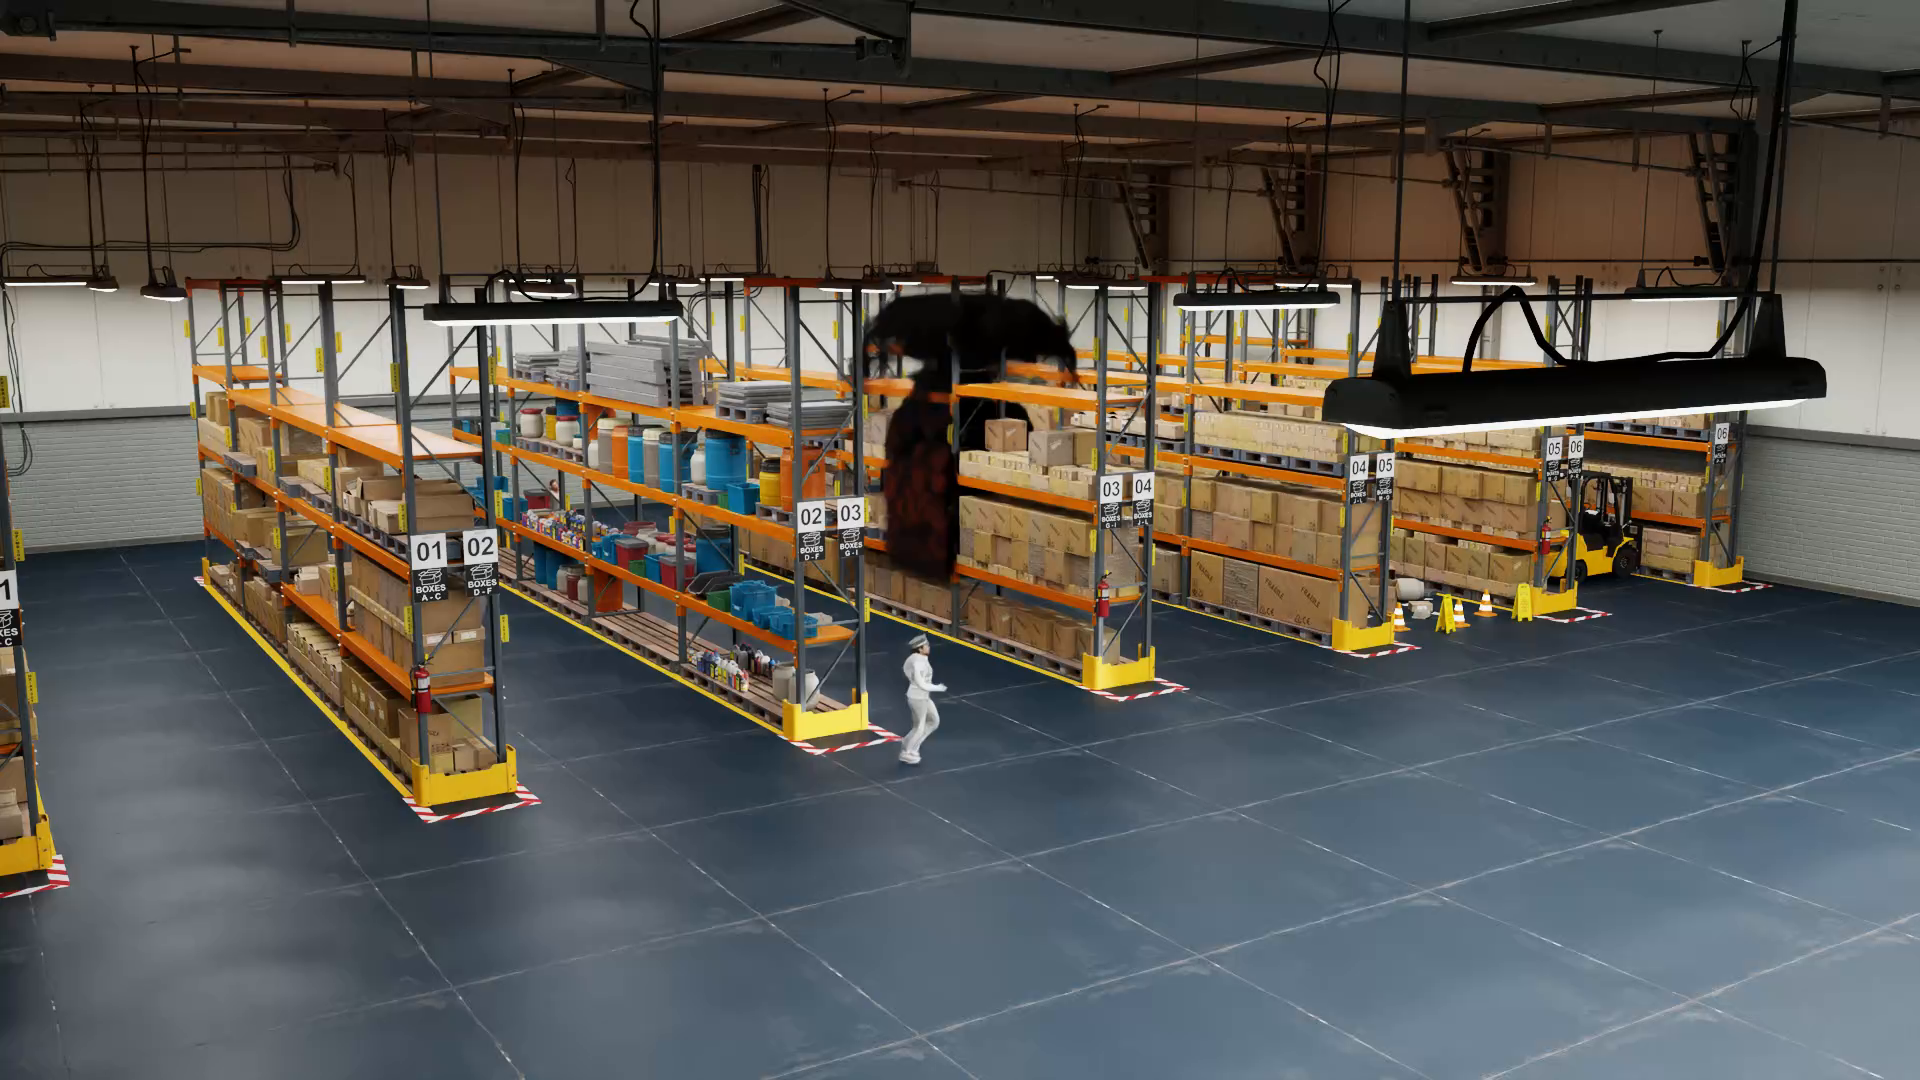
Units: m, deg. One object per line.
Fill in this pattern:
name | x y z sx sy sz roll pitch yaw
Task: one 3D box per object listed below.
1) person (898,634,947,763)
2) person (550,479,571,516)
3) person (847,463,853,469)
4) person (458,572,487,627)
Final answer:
person | -0.478 2.005 21.089 0.631 1.679 0.638 0 10 0
person | -8.802 -0.562 36.564 0.737 1.583 0.710 5 11 29
person | -2.644 -0.967 38.759 0.621 1.692 0.793 -6 11 -31
person | -8.037 0.648 27.486 0.537 1.677 0.577 -8 12 -39
